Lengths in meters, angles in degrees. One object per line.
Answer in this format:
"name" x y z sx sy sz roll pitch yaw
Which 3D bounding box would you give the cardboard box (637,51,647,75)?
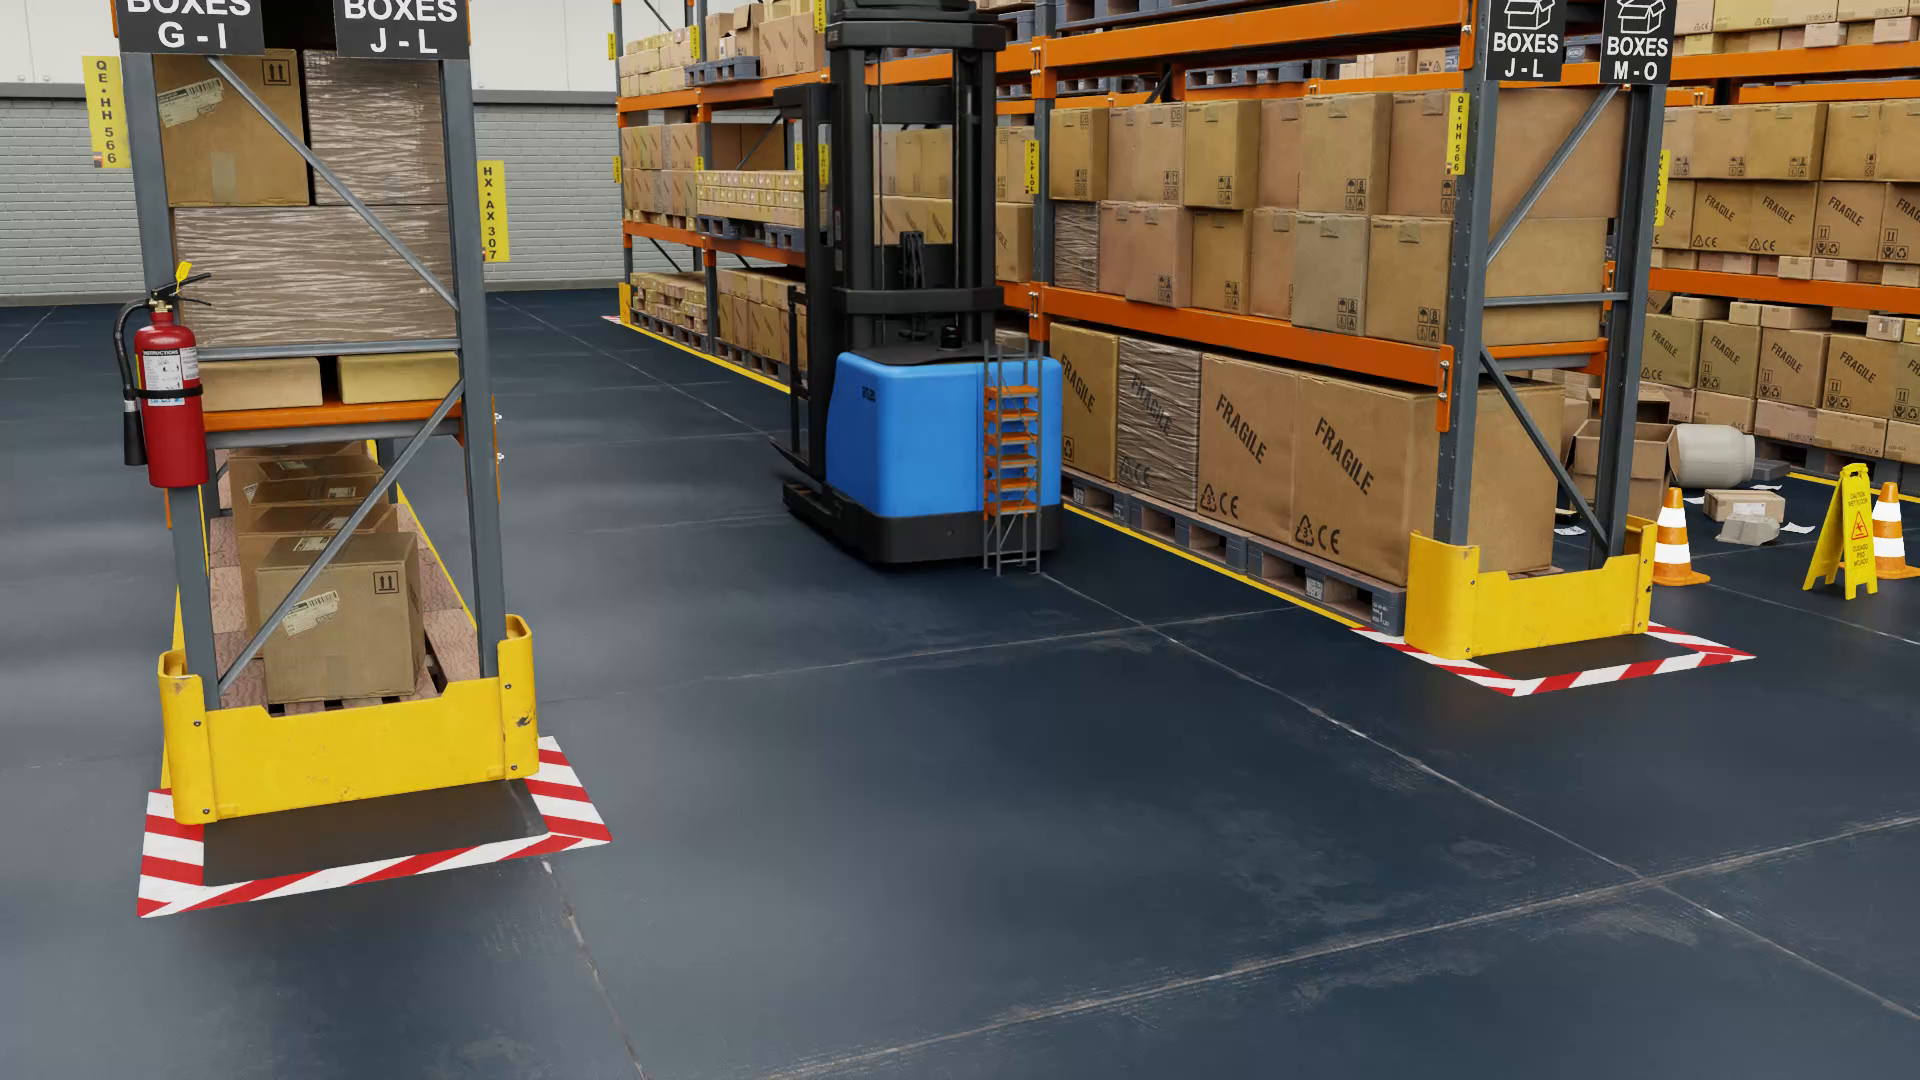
"cardboard box" -3.521 -5.644 19.676 0.500 0.250 0.500 -5 14 -22

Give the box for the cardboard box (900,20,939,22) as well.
"cardboard box" -0.161 -3.979 12.303 0.500 0.311 0.500 -6 14 -24

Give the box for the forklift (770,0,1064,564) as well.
"forklift" -0.438 -1.591 9.746 1.130 2.935 3.031 -5 14 -20

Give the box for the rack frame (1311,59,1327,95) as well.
"rack frame" 3.840 -3.155 16.349 1.000 3.000 0.127 -6 14 -23

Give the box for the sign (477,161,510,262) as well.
"sign" -1.539 -1.078 5.455 0.100 0.325 0.005 -6 14 -23

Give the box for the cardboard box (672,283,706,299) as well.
"cardboard box" -3.109 -2.877 19.221 0.380 0.149 0.250 -6 14 -26

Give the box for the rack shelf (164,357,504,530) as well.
"rack shelf" -2.837 -0.670 7.207 1.077 0.370 4.000 -6 14 -23

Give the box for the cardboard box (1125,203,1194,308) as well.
"cardboard box" 1.455 -1.625 9.405 0.875 0.550 0.550 -6 14 -23

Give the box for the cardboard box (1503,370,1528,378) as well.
"cardboard box" 3.823 -1.313 12.253 0.500 0.500 0.500 -6 14 -23

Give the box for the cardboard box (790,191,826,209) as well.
"cardboard box" -1.270 -2.975 14.538 0.380 0.149 0.250 -5 14 -22

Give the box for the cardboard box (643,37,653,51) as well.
"cardboard box" -3.496 -5.804 19.484 0.380 0.149 0.250 -5 14 -21

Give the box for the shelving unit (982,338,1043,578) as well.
"shelving unit" 0.268 -0.419 8.519 0.258 1.200 0.189 -5 14 -20

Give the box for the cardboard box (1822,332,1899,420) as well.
"cardboard box" 6.077 -1.087 10.917 0.500 0.500 0.500 -6 14 -24

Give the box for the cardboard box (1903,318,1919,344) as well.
"cardboard box" 6.178 -1.312 10.453 0.380 0.149 0.250 -5 14 -22

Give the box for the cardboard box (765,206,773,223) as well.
"cardboard box" -1.572 -2.986 15.245 0.380 0.149 0.250 -6 14 -24

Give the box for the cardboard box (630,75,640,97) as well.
"cardboard box" -3.707 -5.503 20.175 0.500 0.250 0.500 -5 14 -21

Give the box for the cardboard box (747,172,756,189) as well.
"cardboard box" -1.788 -3.386 15.655 0.380 0.149 0.250 -5 14 -20

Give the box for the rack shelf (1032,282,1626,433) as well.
"rack shelf" 1.748 -1.097 9.052 1.077 0.370 4.000 -6 14 -23

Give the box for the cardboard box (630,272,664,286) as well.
"cardboard box" -3.961 -3.306 21.075 0.380 0.149 0.250 -6 14 -26

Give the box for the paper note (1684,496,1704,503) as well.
"paper note" 4.639 -0.255 10.428 0.148 0.019 0.142 -1 13 -4

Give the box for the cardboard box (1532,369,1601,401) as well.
"cardboard box" 5.230 -1.361 13.495 0.950 0.372 0.625 -5 14 -22

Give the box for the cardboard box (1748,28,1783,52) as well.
"cardboard box" 5.660 -3.425 11.422 0.380 0.149 0.250 -5 14 -21

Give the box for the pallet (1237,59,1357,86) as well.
"pallet" 3.533 -4.653 16.586 1.213 0.211 1.003 -5 14 -20

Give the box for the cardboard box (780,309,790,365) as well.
"cardboard box" -1.363 -1.894 15.512 0.500 0.500 0.500 -5 14 -21

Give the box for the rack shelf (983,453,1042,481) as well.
"rack shelf" 0.268 -0.376 8.529 0.258 0.103 0.180 -5 14 -20

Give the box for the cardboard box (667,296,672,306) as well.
"cardboard box" -3.305 -2.903 19.994 0.380 0.149 0.250 -5 14 -20

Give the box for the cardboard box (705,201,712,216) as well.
"cardboard box" -2.405 -3.416 17.102 0.380 0.149 0.250 -5 14 -22

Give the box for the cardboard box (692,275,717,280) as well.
"cardboard box" -3.102 -3.200 20.618 0.380 0.149 0.250 -6 14 -25

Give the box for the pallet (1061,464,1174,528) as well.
"pallet" 1.180 -0.338 10.361 1.003 0.211 1.213 -6 14 -23

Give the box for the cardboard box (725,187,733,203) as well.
"cardboard box" -2.097 -3.402 16.381 0.380 0.149 0.250 -5 14 -21

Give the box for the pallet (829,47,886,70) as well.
"pallet" -0.349 -3.928 13.456 1.213 0.211 1.003 -5 14 -20

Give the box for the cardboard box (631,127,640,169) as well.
"cardboard box" -3.715 -4.800 20.359 0.500 0.500 0.500 -5 14 -21

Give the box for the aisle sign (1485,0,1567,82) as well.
"aisle sign" 2.303 -2.259 6.712 0.394 0.787 0.004 -6 14 -23

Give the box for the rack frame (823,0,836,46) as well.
"rack frame" -0.655 -5.610 13.651 1.000 3.000 0.127 -6 14 -23

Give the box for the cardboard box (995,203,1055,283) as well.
"cardboard box" 0.493 -1.993 11.107 0.500 0.500 0.500 -6 14 -23

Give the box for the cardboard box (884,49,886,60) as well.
"cardboard box" -0.640 -4.339 14.591 0.500 0.500 0.500 -6 14 -23

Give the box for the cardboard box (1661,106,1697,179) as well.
"cardboard box" 5.420 -2.899 12.143 0.700 0.500 0.500 -6 14 -24

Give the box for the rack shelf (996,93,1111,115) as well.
"rack shelf" 1.436 -5.505 21.448 1.077 0.370 4.000 -6 14 -23

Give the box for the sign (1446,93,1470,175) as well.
"sign" 2.047 -1.668 6.829 0.100 0.325 0.005 -6 14 -23

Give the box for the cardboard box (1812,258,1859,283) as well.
"cardboard box" 5.905 -1.797 11.041 0.380 0.149 0.250 -6 14 -23

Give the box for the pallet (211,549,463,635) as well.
"pallet" -2.844 0.313 7.549 1.003 0.211 1.213 -6 14 -23

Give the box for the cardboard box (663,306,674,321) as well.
"cardboard box" -3.311 -2.700 19.774 0.380 0.149 0.250 -6 14 -23

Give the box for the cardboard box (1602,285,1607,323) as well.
"cardboard box" 7.829 -2.763 19.268 0.500 0.500 0.500 -6 14 -24

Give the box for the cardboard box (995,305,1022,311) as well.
"cardboard box" -0.141 -1.481 13.176 1.050 0.750 0.750 -5 14 -22

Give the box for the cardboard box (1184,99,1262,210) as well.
"cardboard box" 1.700 -2.044 8.824 0.875 0.550 0.500 -6 14 -23

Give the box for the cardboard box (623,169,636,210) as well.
"cardboard box" -3.933 -4.416 20.915 0.500 0.500 0.500 -5 14 -20

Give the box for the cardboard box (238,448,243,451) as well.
"cardboard box" -3.515 -0.334 8.773 0.500 0.500 0.500 -6 14 -25

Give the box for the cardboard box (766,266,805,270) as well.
"cardboard box" -1.728 -2.734 17.481 0.500 0.250 0.500 -6 14 -24

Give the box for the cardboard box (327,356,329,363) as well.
"cardboard box" -2.313 -0.774 6.617 0.380 0.149 0.250 -6 14 -23

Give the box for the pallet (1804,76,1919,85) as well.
"pallet" 9.191 -4.611 16.405 1.003 0.211 1.213 -5 14 -20

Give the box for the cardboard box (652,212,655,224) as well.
"cardboard box" -3.516 -3.912 20.178 0.380 0.149 0.250 -6 14 -24

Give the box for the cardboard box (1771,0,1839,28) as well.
"cardboard box" 5.771 -3.536 11.015 0.500 0.250 0.500 -5 14 -22

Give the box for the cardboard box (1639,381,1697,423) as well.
"cardboard box" 5.431 -1.047 12.409 0.500 0.250 0.500 -6 14 -26
